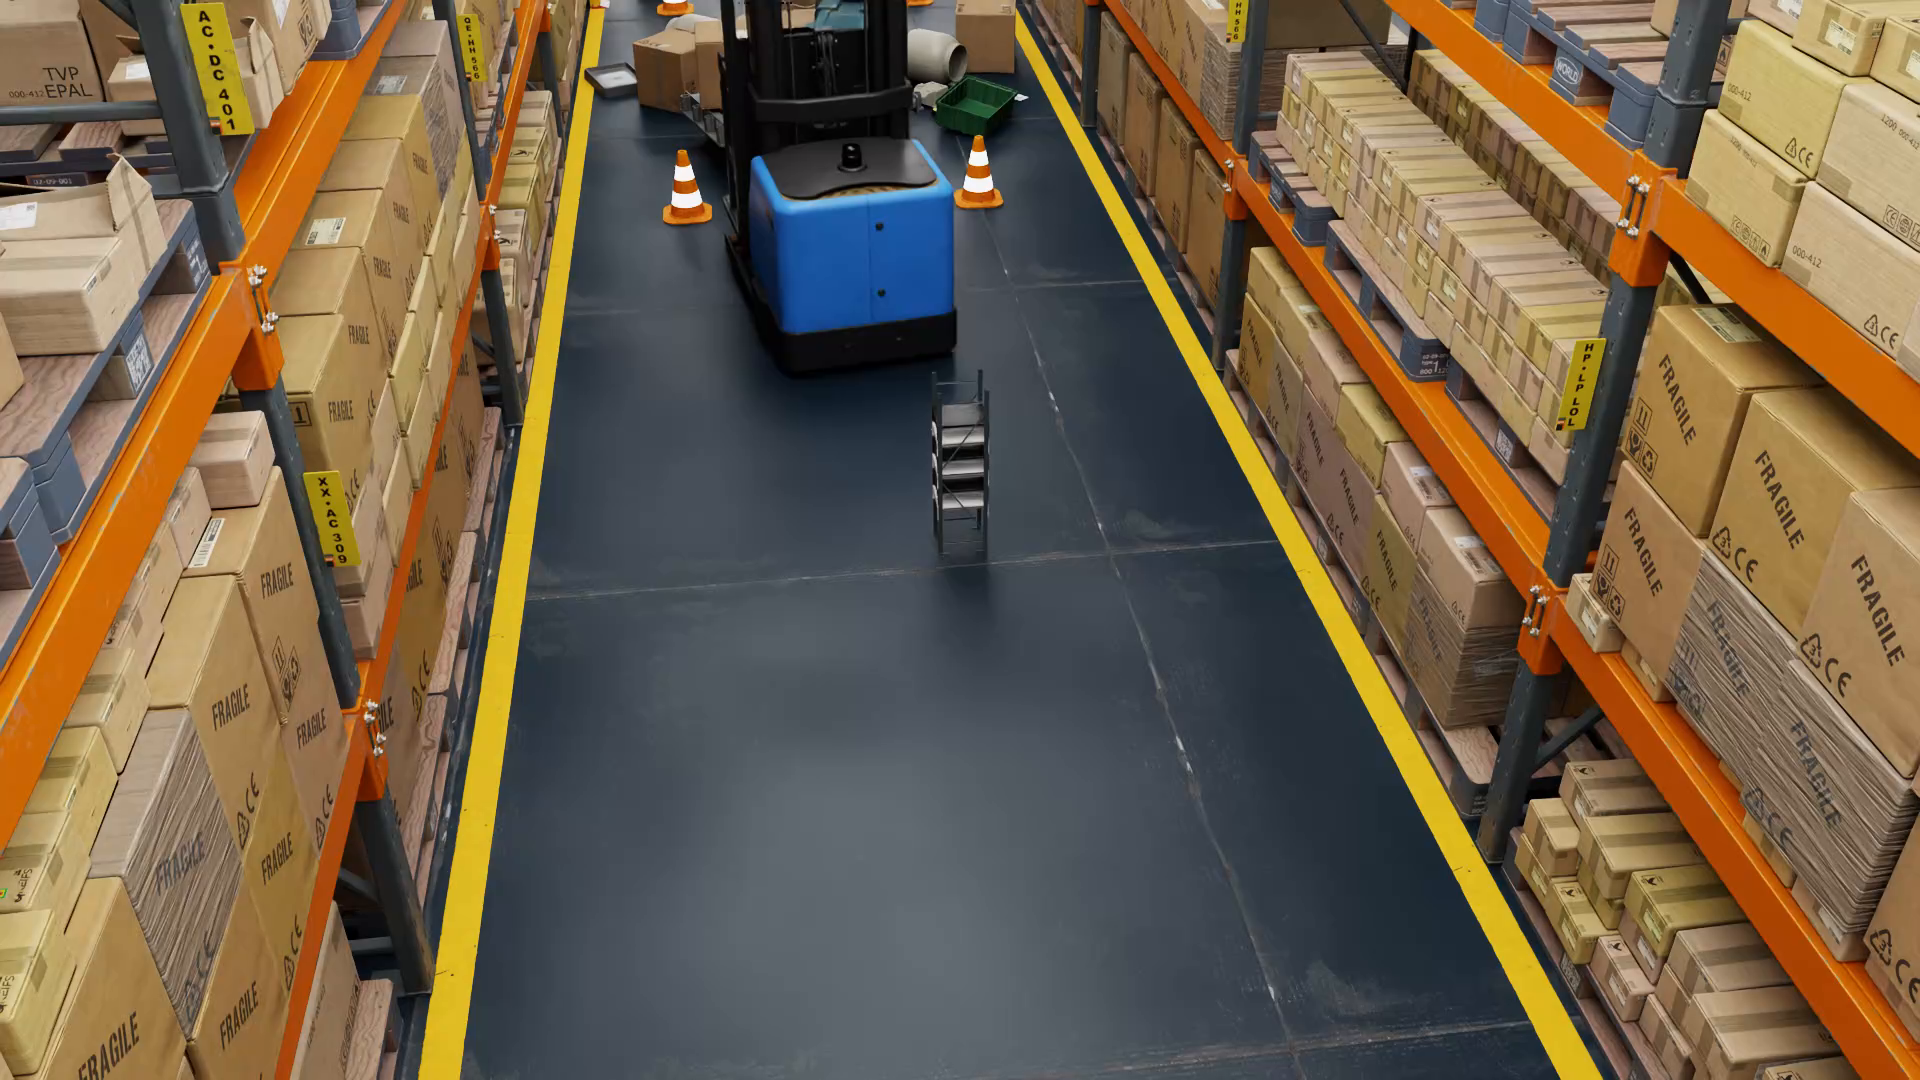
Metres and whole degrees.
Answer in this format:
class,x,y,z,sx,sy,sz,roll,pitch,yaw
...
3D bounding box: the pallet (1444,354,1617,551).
class,x,y,z,sx,sy,sz,roll,pitch,yaw
pallet,2.560,-0.415,6.365,1.003,0.211,1.213,-4,35,-6

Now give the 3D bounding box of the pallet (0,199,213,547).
class,x,y,z,sx,sy,sz,roll,pitch,yaw
pallet,-2.273,-0.371,3.545,1.003,0.211,1.213,-4,35,-6

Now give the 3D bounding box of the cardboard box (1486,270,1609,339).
class,x,y,z,sx,sy,sz,roll,pitch,yaw
cardboard box,2.202,-0.875,6.193,0.380,0.149,0.250,-5,35,-8

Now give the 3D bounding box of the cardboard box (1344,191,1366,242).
class,x,y,z,sx,sy,sz,roll,pitch,yaw
cardboard box,1.990,-1.494,7.629,0.380,0.149,0.250,-3,34,-5

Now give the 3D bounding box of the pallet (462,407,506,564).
class,x,y,z,sx,sy,sz,roll,pitch,yaw
pallet,-2.879,-0.259,8.443,1.003,0.211,1.213,-4,35,-6

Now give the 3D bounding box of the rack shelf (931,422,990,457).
class,x,y,z,sx,sy,sz,roll,pitch,yaw
rack shelf,0.001,-0.489,7.907,0.258,0.077,0.200,-4,35,-6

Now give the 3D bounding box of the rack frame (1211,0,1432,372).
class,x,y,z,sx,sy,sz,roll,pitch,yaw
rack frame,1.981,-2.289,8.945,1.000,3.000,0.127,-4,35,-6

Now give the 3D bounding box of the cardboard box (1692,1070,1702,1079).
class,x,y,z,sx,sy,sz,roll,pitch,yaw
cardboard box,2.524,1.744,5.186,0.380,0.149,0.250,-6,35,-8

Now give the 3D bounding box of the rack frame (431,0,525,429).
class,x,y,z,sx,sy,sz,roll,pitch,yaw
rack frame,-2.911,-1.857,8.312,1.000,3.000,0.127,-4,35,-6

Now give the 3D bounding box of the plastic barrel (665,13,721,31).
class,x,y,z,sx,sy,sz,roll,pitch,yaw
plastic barrel,-2.209,-4.219,14.065,0.512,0.421,0.421,20,39,26

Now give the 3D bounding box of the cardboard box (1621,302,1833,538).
class,x,y,z,sx,sy,sz,roll,pitch,yaw
cardboard box,2.338,-0.364,4.879,0.500,0.500,0.500,-4,34,-5

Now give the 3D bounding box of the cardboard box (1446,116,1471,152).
class,x,y,z,sx,sy,sz,roll,pitch,yaw
cardboard box,2.574,-1.945,8.026,0.380,0.149,0.250,-4,34,-5

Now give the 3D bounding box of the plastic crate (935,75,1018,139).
class,x,y,z,sx,sy,sz,roll,pitch,yaw
plastic crate,0.121,-3.380,12.992,0.450,0.188,0.662,21,39,12

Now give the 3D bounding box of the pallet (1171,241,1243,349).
class,x,y,z,sx,sy,sz,roll,pitch,yaw
pallet,1.949,-1.582,10.384,1.003,0.211,1.213,-4,35,-6

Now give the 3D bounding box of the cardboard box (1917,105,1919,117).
class,x,y,z,sx,sy,sz,roll,pitch,yaw
cardboard box,2.401,-0.986,3.705,0.380,0.149,0.250,-5,35,-8

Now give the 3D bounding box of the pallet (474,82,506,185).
class,x,y,z,sx,sy,sz,roll,pitch,yaw
pallet,-3.112,-2.168,8.937,1.213,0.211,1.003,-4,35,-6

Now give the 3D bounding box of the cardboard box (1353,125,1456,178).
class,x,y,z,sx,sy,sz,roll,pitch,yaw
cardboard box,1.992,-1.746,7.470,0.380,0.149,0.250,-3,34,-4

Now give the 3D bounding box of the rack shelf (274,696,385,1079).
class,x,y,z,sx,sy,sz,roll,pitch,yaw
rack shelf,-2.104,1.788,3.601,1.077,0.370,4.000,-4,35,-6

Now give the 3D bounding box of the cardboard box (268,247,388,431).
class,x,y,z,sx,sy,sz,roll,pitch,yaw
cardboard box,-2.243,-0.629,5.532,0.500,0.500,0.500,-5,35,-7

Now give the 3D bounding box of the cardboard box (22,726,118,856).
class,x,y,z,sx,sy,sz,roll,pitch,yaw
cardboard box,-1.907,0.518,3.273,0.380,0.149,0.250,-5,35,-7

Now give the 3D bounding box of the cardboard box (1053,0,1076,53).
class,x,y,z,sx,sy,sz,roll,pitch,yaw
cardboard box,1.303,-4.675,13.961,0.875,0.875,0.875,-4,34,-6

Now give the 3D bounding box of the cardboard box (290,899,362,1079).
class,x,y,z,sx,sy,sz,roll,pitch,yaw
cardboard box,-2.395,1.619,5.114,0.875,0.438,0.875,-5,35,-7

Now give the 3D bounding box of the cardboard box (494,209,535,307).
class,x,y,z,sx,sy,sz,roll,pitch,yaw
cardboard box,-3.084,-1.672,10.001,0.950,0.372,0.625,-5,35,-7

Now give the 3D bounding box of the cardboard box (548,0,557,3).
class,x,y,z,sx,sy,sz,roll,pitch,yaw
cardboard box,-3.218,-4.129,12.471,0.380,0.149,0.250,-4,34,-6

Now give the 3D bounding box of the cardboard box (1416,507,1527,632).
class,x,y,z,sx,sy,sz,roll,pitch,yaw
cardboard box,2.168,0.097,6.625,0.500,0.250,0.500,-5,35,-8

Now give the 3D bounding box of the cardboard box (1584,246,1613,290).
class,x,y,z,sx,sy,sz,roll,pitch,yaw
cardboard box,2.776,-1.088,6.768,0.380,0.149,0.250,-3,34,-4

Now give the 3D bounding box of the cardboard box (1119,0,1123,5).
class,x,y,z,sx,sy,sz,roll,pitch,yaw
cardboard box,1.316,-3.966,11.318,0.500,0.500,0.500,-4,34,-6

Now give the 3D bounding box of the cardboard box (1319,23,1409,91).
class,x,y,z,sx,sy,sz,roll,pitch,yaw
cardboard box,2.188,-2.601,9.314,0.500,0.500,0.500,-4,34,-6

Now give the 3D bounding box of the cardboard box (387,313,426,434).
class,x,y,z,sx,sy,sz,roll,pitch,yaw
cardboard box,-2.292,-0.609,6.169,0.500,0.250,0.500,-4,34,-6

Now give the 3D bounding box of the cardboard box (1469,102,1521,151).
class,x,y,z,sx,sy,sz,roll,pitch,yaw
cardboard box,2.607,-1.930,7.741,0.380,0.149,0.250,-3,34,-5

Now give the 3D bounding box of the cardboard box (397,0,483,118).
class,x,y,z,sx,sy,sz,roll,pitch,yaw
cardboard box,-2.742,-2.464,8.476,0.500,0.500,0.500,-5,35,-8

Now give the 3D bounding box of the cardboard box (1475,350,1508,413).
class,x,y,z,sx,sy,sz,roll,pitch,yaw
cardboard box,2.202,-0.617,6.342,0.380,0.149,0.250,-4,35,-7

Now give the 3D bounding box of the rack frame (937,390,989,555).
class,x,y,z,sx,sy,sz,roll,pitch,yaw
rack frame,0.015,-0.311,7.907,0.240,0.900,0.006,-4,35,-6

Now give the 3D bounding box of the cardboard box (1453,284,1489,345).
class,x,y,z,sx,sy,sz,roll,pitch,yaw
cardboard box,2.161,-0.894,6.484,0.380,0.149,0.250,-5,35,-8

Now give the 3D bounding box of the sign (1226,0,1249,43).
class,x,y,z,sx,sy,sz,roll,pitch,yaw
sign,1.431,-2.723,8.554,0.100,0.325,0.005,-4,35,-6

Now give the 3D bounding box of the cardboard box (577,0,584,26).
class,x,y,z,sx,sy,sz,roll,pitch,yaw
cardboard box,-3.549,-4.638,14.462,0.500,0.250,0.500,-4,35,-6

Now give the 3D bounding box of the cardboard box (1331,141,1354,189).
class,x,y,z,sx,sy,sz,roll,pitch,yaw
cardboard box,1.959,-1.756,7.749,0.380,0.149,0.250,-4,35,-6

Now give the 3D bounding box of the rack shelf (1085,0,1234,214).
class,x,y,z,sx,sy,sz,roll,pitch,yaw
rack shelf,1.712,-3.107,10.785,1.077,0.370,4.000,-4,35,-6

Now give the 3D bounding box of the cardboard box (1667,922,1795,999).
class,x,y,z,sx,sy,sz,roll,pitch,yaw
cardboard box,2.479,1.350,5.236,0.380,0.149,0.250,-5,35,-8

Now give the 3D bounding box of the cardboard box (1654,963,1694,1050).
class,x,y,z,sx,sy,sz,roll,pitch,yaw
cardboard box,2.475,1.470,5.323,0.380,0.149,0.250,-6,35,-9

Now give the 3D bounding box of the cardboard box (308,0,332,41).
class,x,y,z,sx,sy,sz,roll,pitch,yaw
cardboard box,-2.196,-1.674,5.214,0.380,0.166,0.250,-7,35,-10

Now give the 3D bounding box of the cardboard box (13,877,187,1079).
class,x,y,z,sx,sy,sz,roll,pitch,yaw
cardboard box,-1.838,1.010,3.127,0.500,0.500,0.500,-4,35,-6

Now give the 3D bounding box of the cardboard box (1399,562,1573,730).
class,x,y,z,sx,sy,sz,roll,pitch,yaw
cardboard box,2.170,0.409,6.833,0.500,0.500,0.500,-5,35,-7

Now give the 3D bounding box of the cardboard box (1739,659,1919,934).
class,x,y,z,sx,sy,sz,roll,pitch,yaw
cardboard box,2.441,0.634,4.303,0.500,0.500,0.500,-5,35,-7

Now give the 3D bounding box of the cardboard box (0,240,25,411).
class,x,y,z,sx,sy,sz,roll,pitch,yaw
cardboard box,-2.160,-0.372,2.915,0.797,0.503,0.637,-2,34,-3

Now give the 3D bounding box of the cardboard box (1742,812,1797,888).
class,x,y,z,sx,sy,sz,roll,pitch,yaw
cardboard box,2.429,0.811,4.619,0.380,0.149,0.250,-4,34,-5

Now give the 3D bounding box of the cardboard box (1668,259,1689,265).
class,x,y,z,sx,sy,sz,roll,pitch,yaw
cardboard box,2.815,-1.065,6.470,0.380,0.149,0.250,-5,35,-7

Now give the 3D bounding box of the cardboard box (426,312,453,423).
class,x,y,z,sx,sy,sz,roll,pitch,yaw
cardboard box,-2.353,-0.684,6.724,0.500,0.250,0.500,-5,35,-7

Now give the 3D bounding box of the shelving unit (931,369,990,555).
class,x,y,z,sx,sy,sz,roll,pitch,yaw
shelving unit,0.001,-0.367,7.990,0.258,0.900,0.210,-4,35,-6

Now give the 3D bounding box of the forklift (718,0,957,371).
class,x,y,z,sx,sy,sz,roll,pitch,yaw
forklift,-0.917,-3.005,10.057,1.130,2.935,3.031,-9,35,-13

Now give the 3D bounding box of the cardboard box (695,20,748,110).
class,x,y,z,sx,sy,sz,roll,pitch,yaw
cardboard box,-1.689,-3.521,12.300,0.500,0.500,0.500,-4,35,-6
